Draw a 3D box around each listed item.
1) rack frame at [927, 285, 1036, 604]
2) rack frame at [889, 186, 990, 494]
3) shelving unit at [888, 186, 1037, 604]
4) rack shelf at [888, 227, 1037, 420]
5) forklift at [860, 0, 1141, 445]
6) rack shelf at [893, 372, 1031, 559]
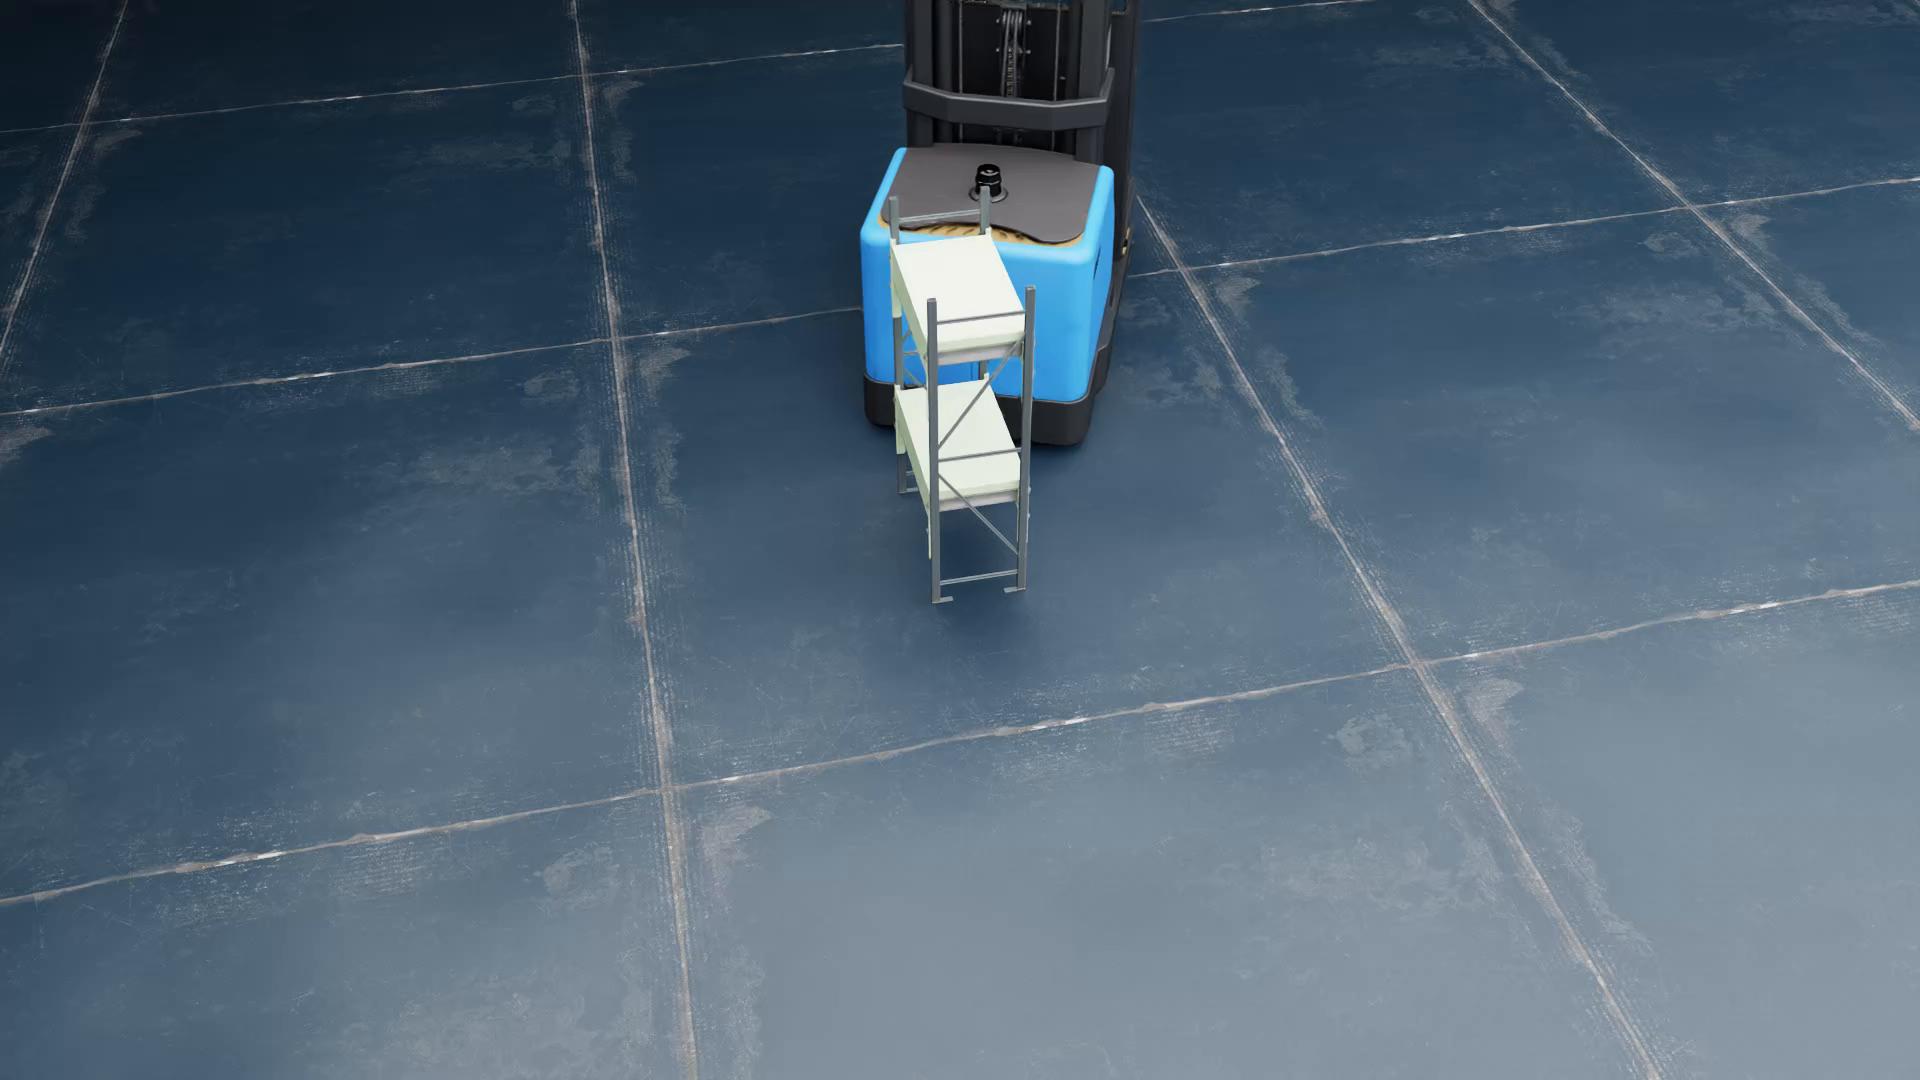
[{"bbox_3d":[0.078,-0.328,6.490,0.400,1.500,0.023,-8,42,-9],"label":"rack frame"},{"bbox_3d":[-0.080,-0.802,7.024,0.400,1.500,0.023,-8,42,-9],"label":"rack frame"},{"bbox_3d":[-0.001,-0.565,6.757,0.431,1.500,0.755,-8,42,-9],"label":"shelving unit"},{"bbox_3d":[-0.001,-0.857,6.498,0.431,0.370,0.720,-8,42,-9],"label":"rack shelf"},{"bbox_3d":[0.328,-2.516,7.877,1.130,2.935,3.031,7,42,8],"label":"forklift"},{"bbox_3d":[-0.001,-0.321,6.973,0.431,0.370,0.720,-8,42,-9],"label":"rack shelf"}]
